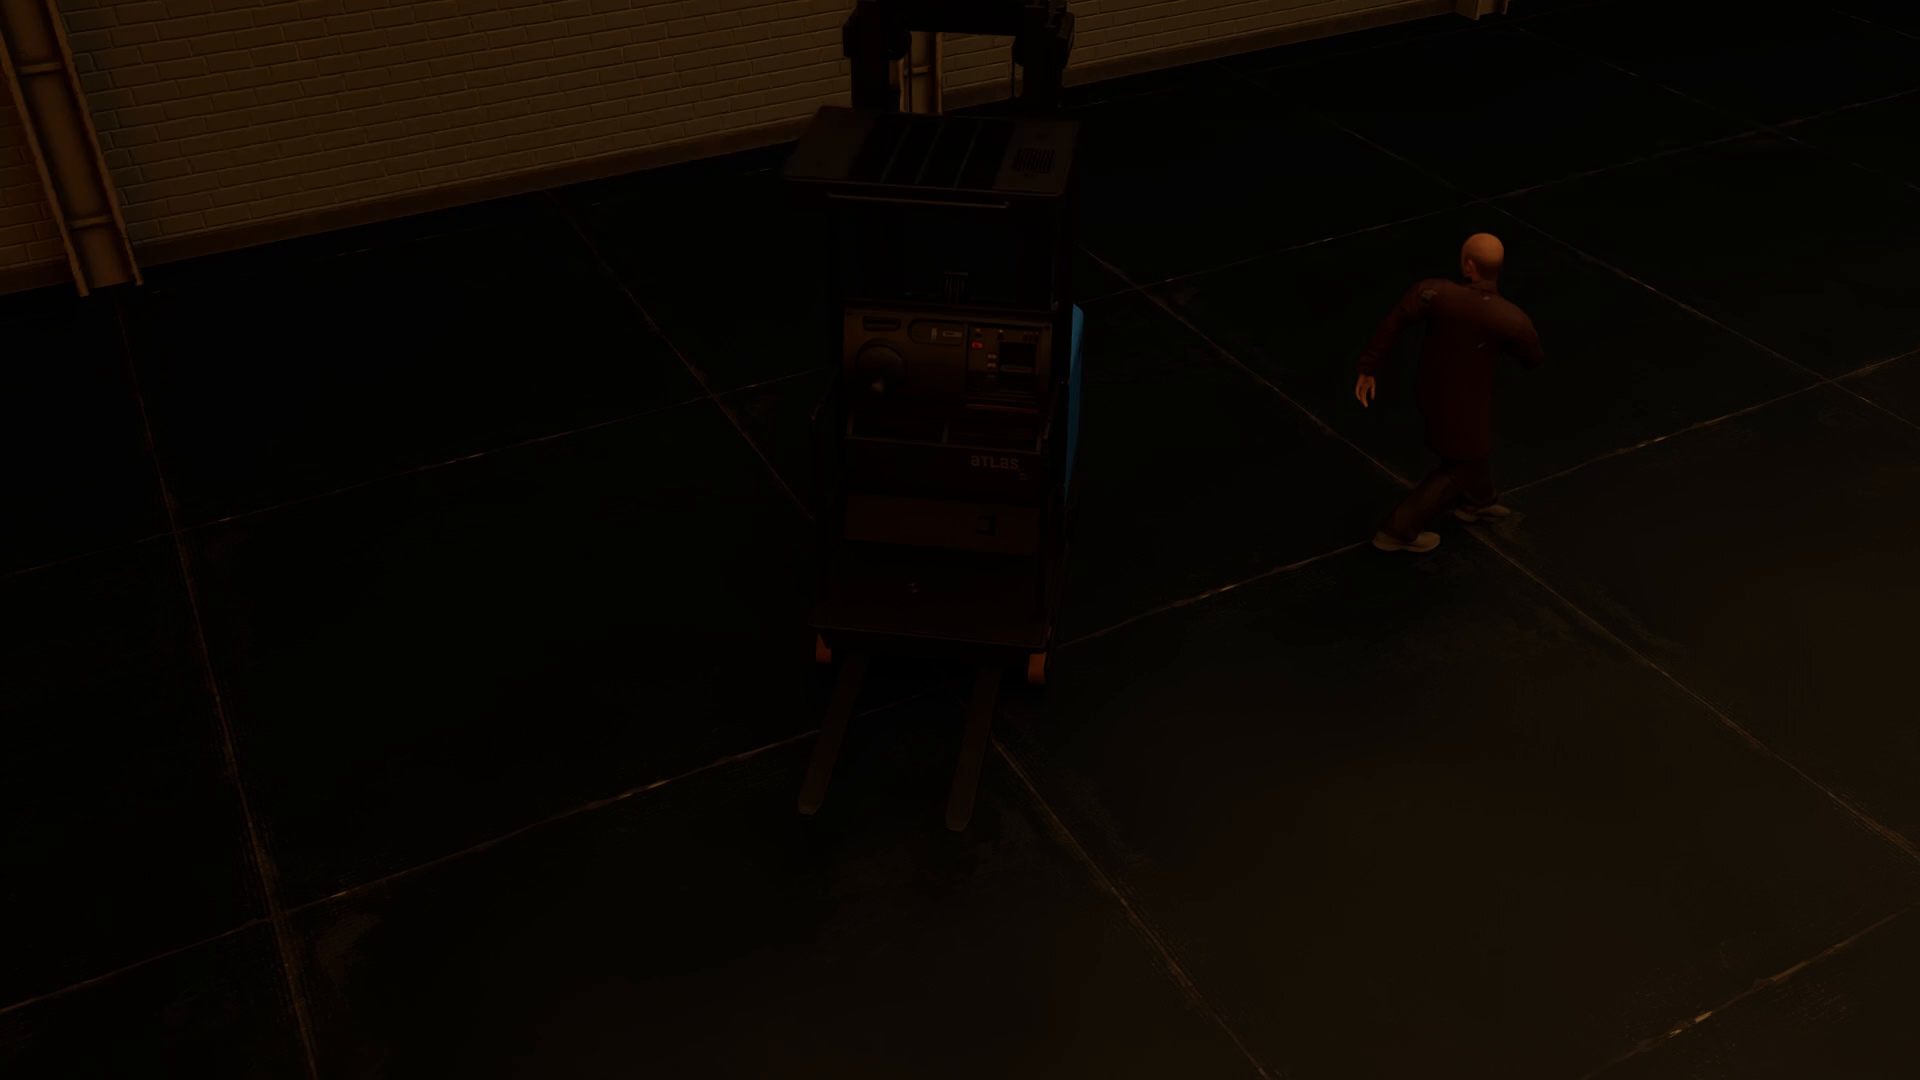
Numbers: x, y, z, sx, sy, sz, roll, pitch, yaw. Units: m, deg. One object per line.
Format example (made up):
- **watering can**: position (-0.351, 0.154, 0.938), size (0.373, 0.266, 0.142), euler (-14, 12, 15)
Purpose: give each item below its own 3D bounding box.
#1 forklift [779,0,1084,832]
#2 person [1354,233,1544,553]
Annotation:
- **forklift**: position (-0.089, -0.745, 7.177), size (1.130, 2.935, 3.031), euler (5, 36, 7)
- **person**: position (2.477, -0.723, 8.243), size (1.009, 1.727, 0.613), euler (-18, 39, -24)
